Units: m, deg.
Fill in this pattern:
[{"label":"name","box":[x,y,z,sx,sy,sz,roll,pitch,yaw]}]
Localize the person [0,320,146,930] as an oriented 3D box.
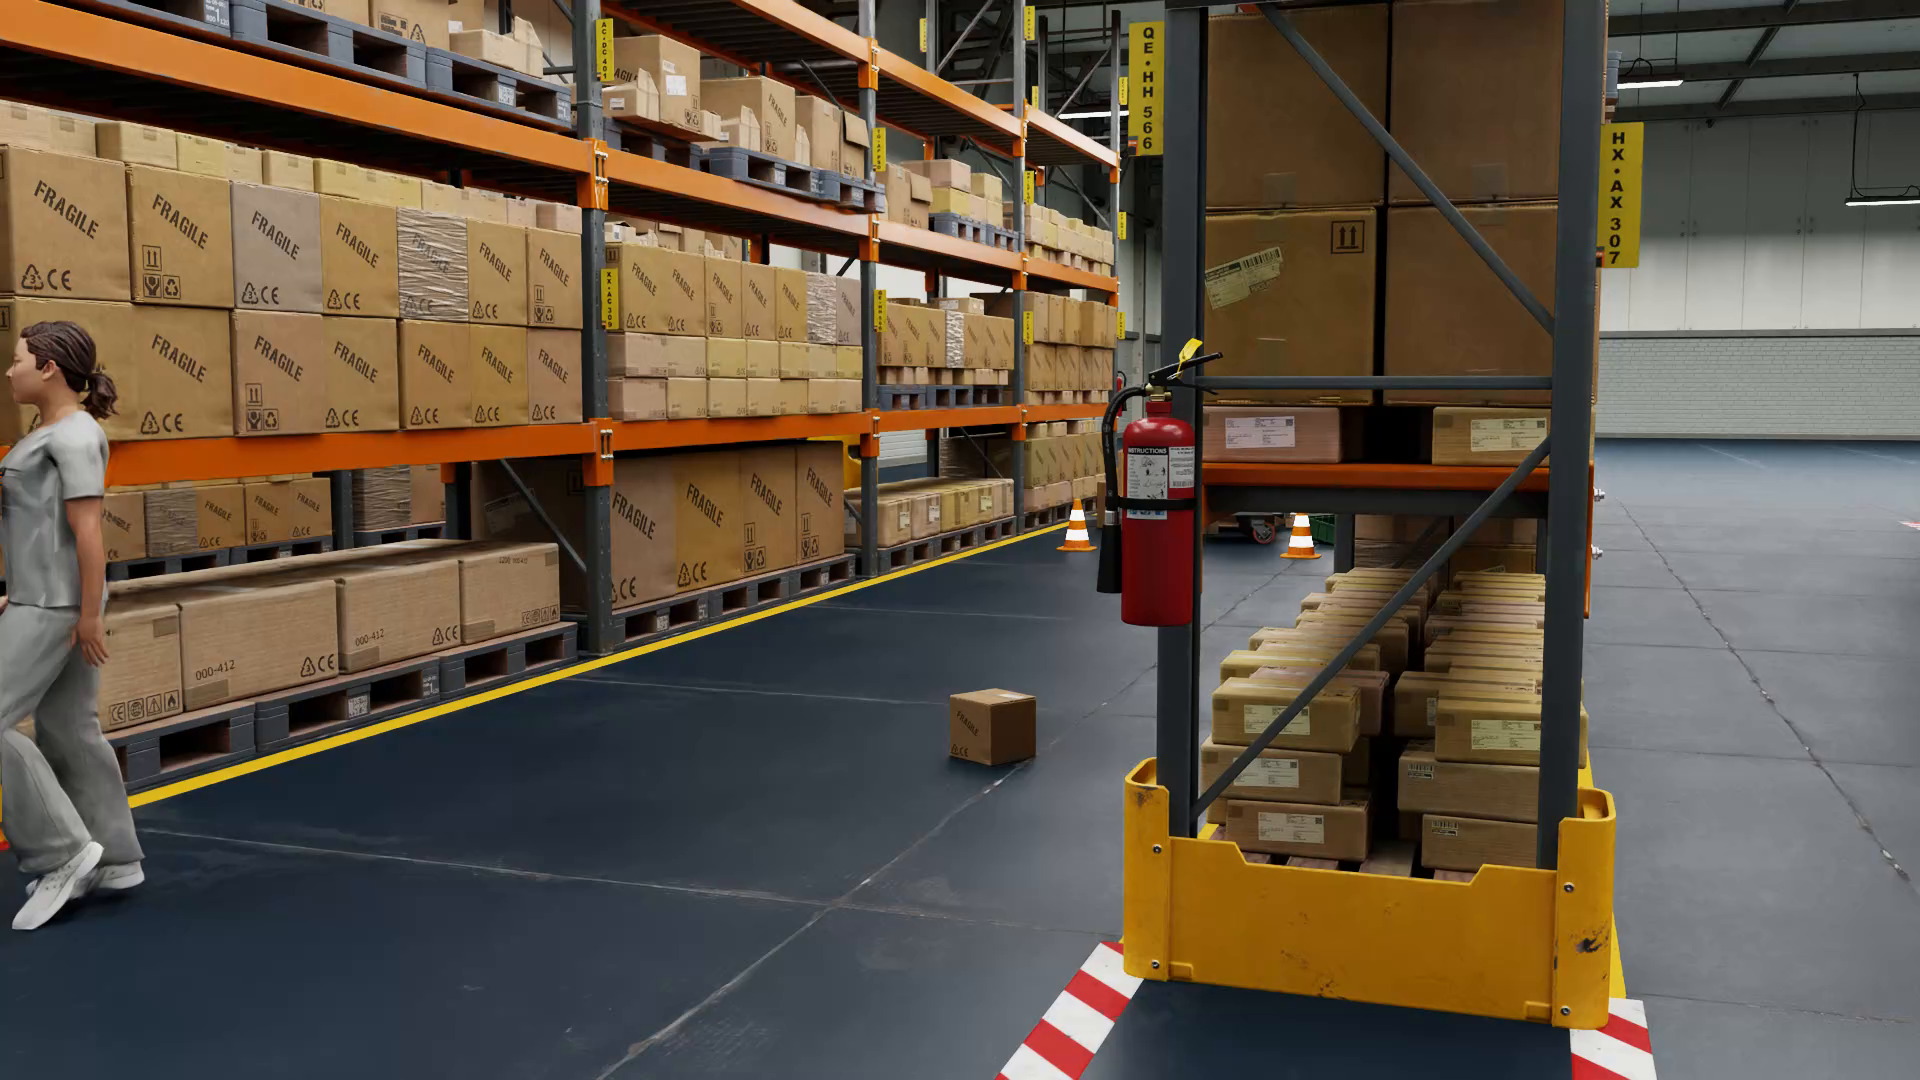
[{"label":"person","box":[-2.622,0.229,4.744,0.476,1.701,0.461,-3,6,-33]}]
